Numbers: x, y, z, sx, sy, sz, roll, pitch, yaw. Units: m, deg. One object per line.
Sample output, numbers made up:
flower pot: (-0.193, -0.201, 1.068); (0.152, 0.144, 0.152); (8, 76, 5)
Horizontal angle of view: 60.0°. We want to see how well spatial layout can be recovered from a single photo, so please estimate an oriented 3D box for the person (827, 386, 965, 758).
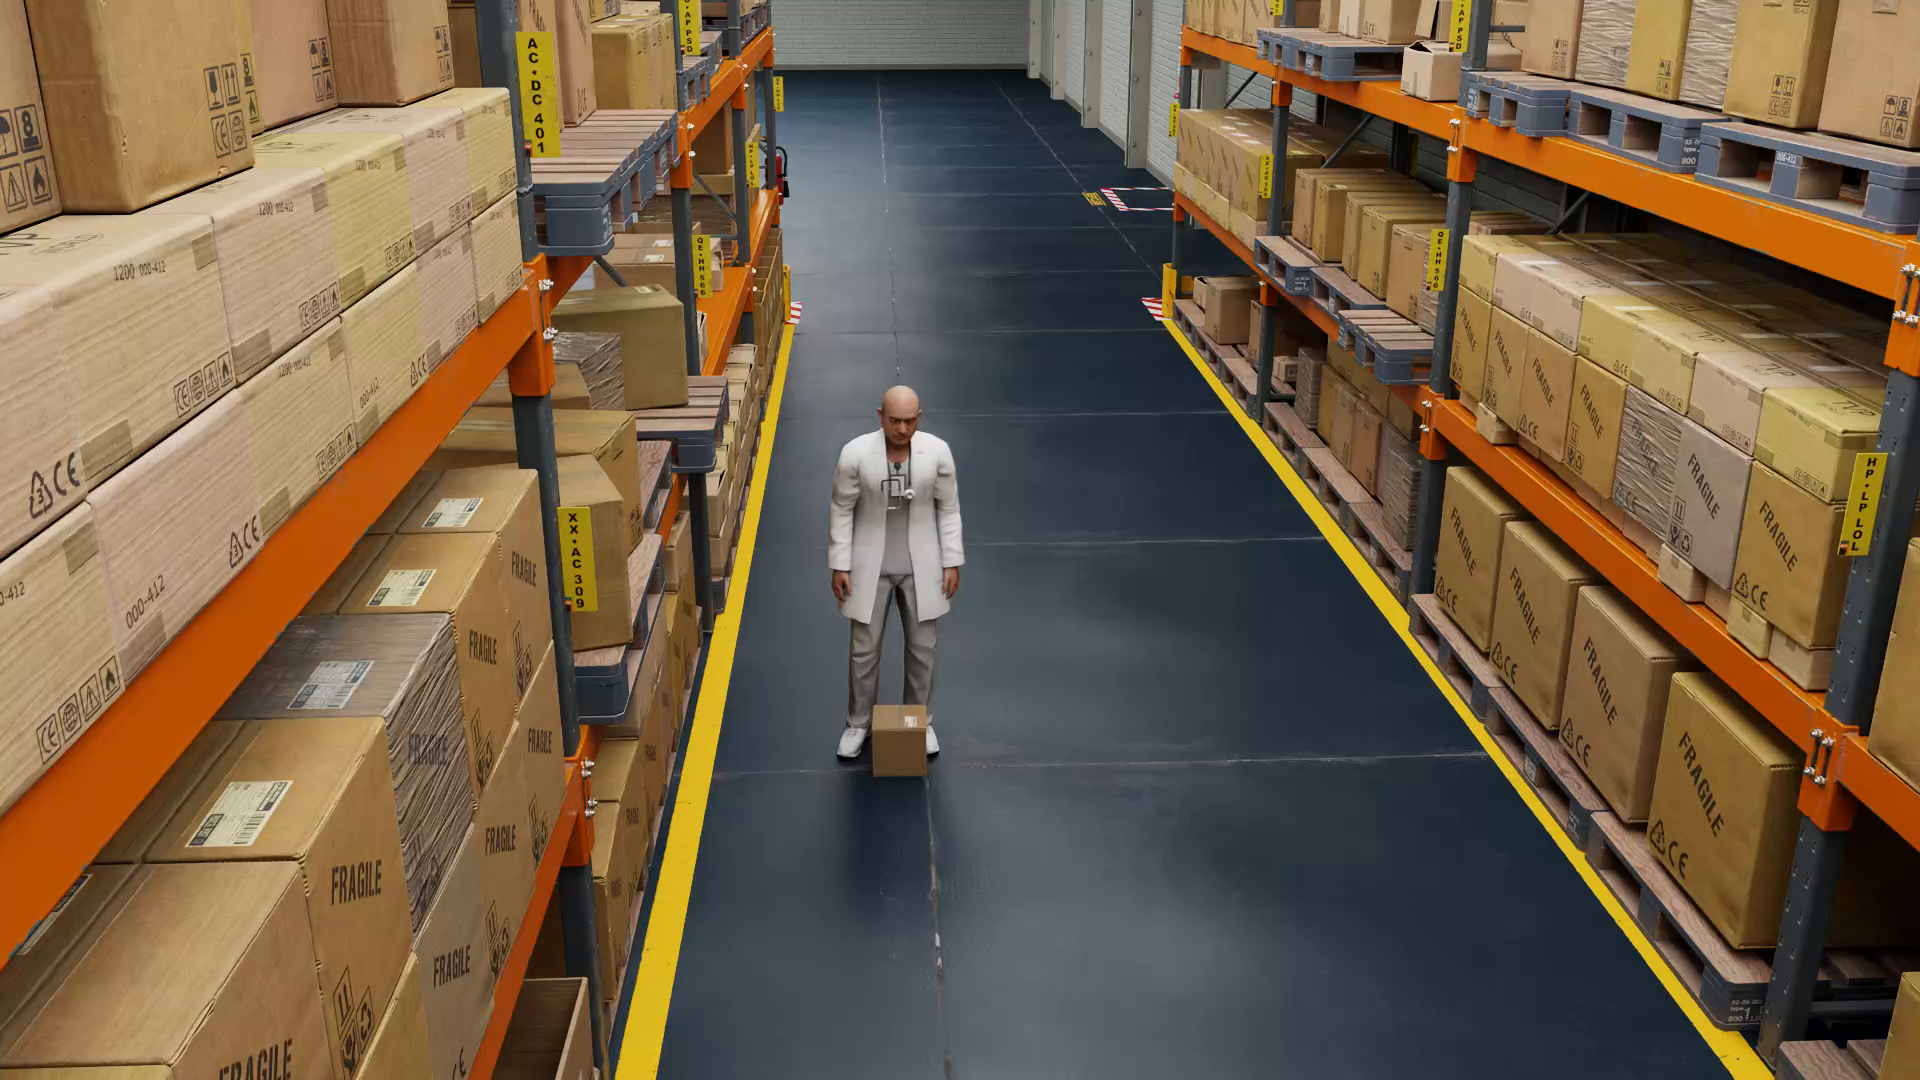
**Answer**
person: (-0.297, 0.136, 7.727); (0.645, 1.772, 0.429); (-2, 20, -6)
